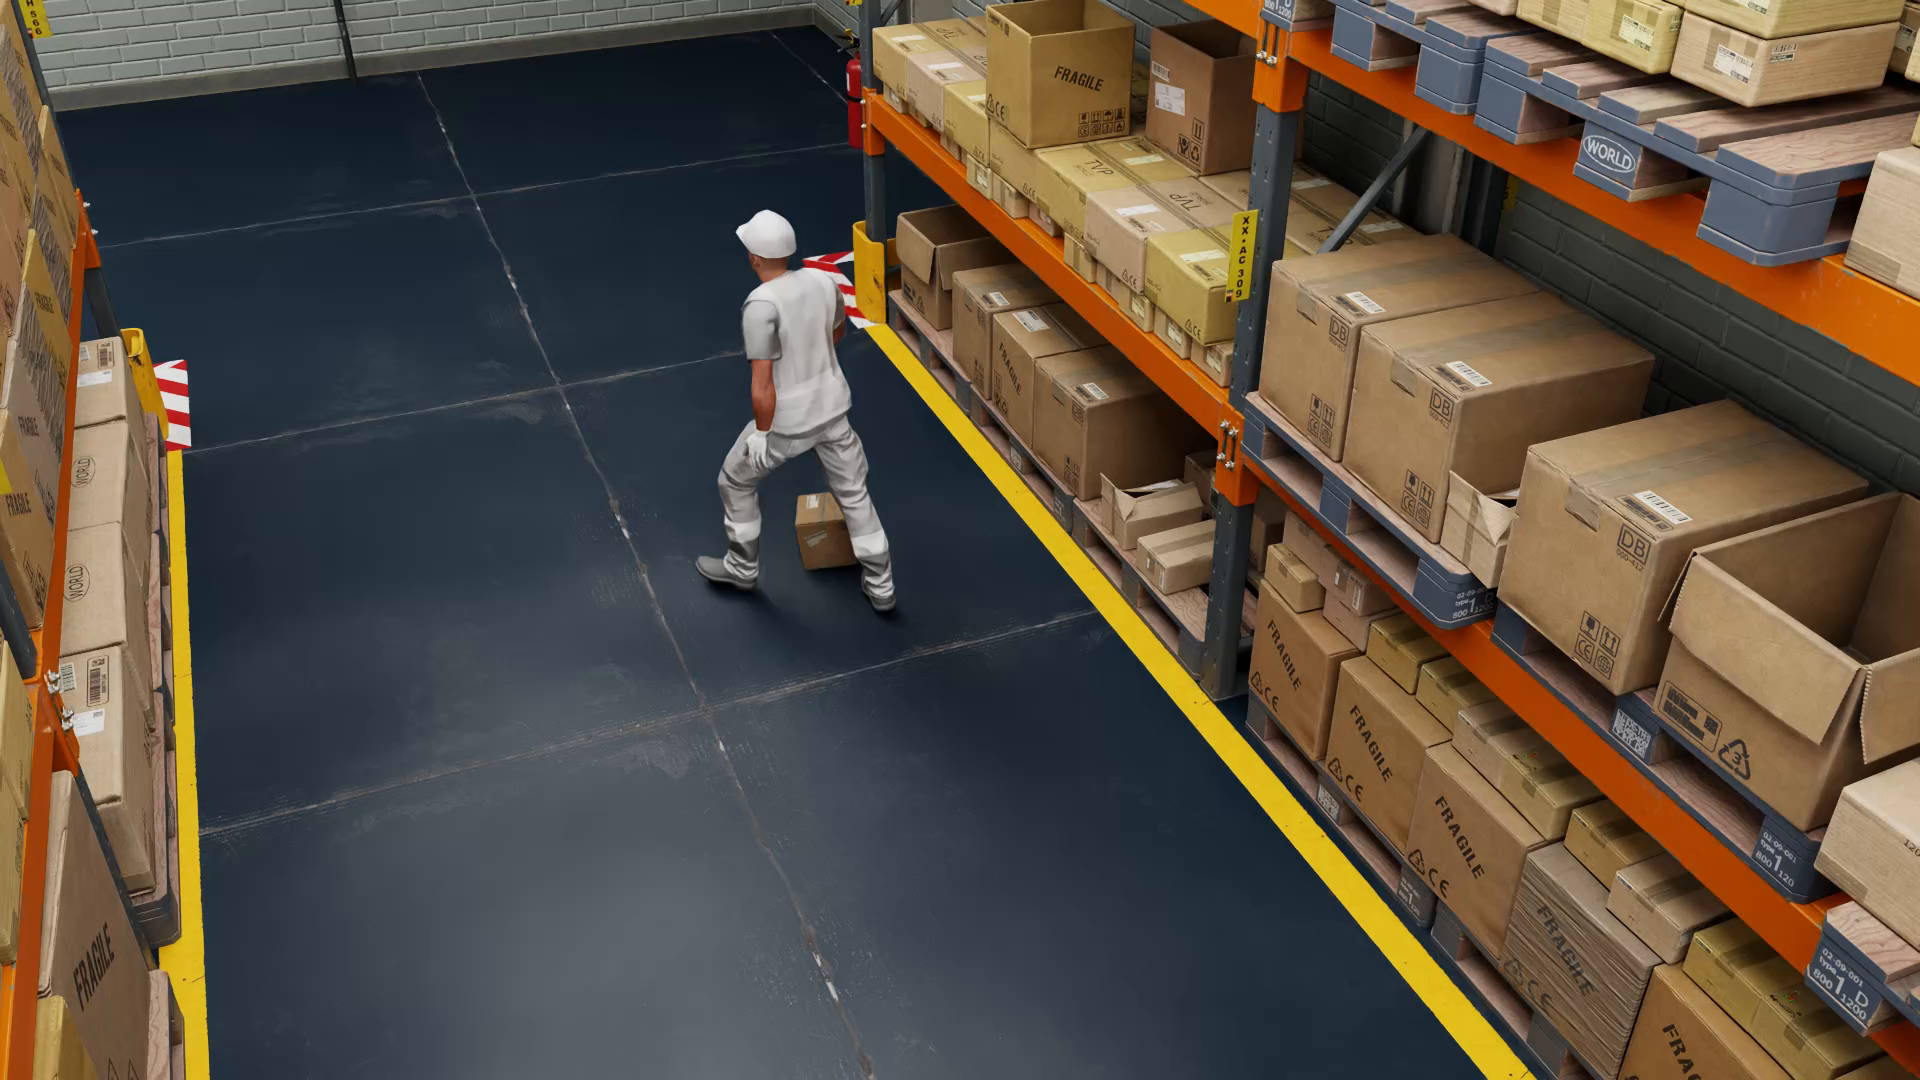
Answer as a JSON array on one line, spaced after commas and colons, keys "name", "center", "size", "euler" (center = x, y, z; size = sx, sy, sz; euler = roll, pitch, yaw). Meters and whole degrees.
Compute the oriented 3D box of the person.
[{"name": "person", "center": [-0.709, -0.525, 6.946], "size": [0.675, 1.713, 0.852], "euler": [-28, 43, -36]}]
